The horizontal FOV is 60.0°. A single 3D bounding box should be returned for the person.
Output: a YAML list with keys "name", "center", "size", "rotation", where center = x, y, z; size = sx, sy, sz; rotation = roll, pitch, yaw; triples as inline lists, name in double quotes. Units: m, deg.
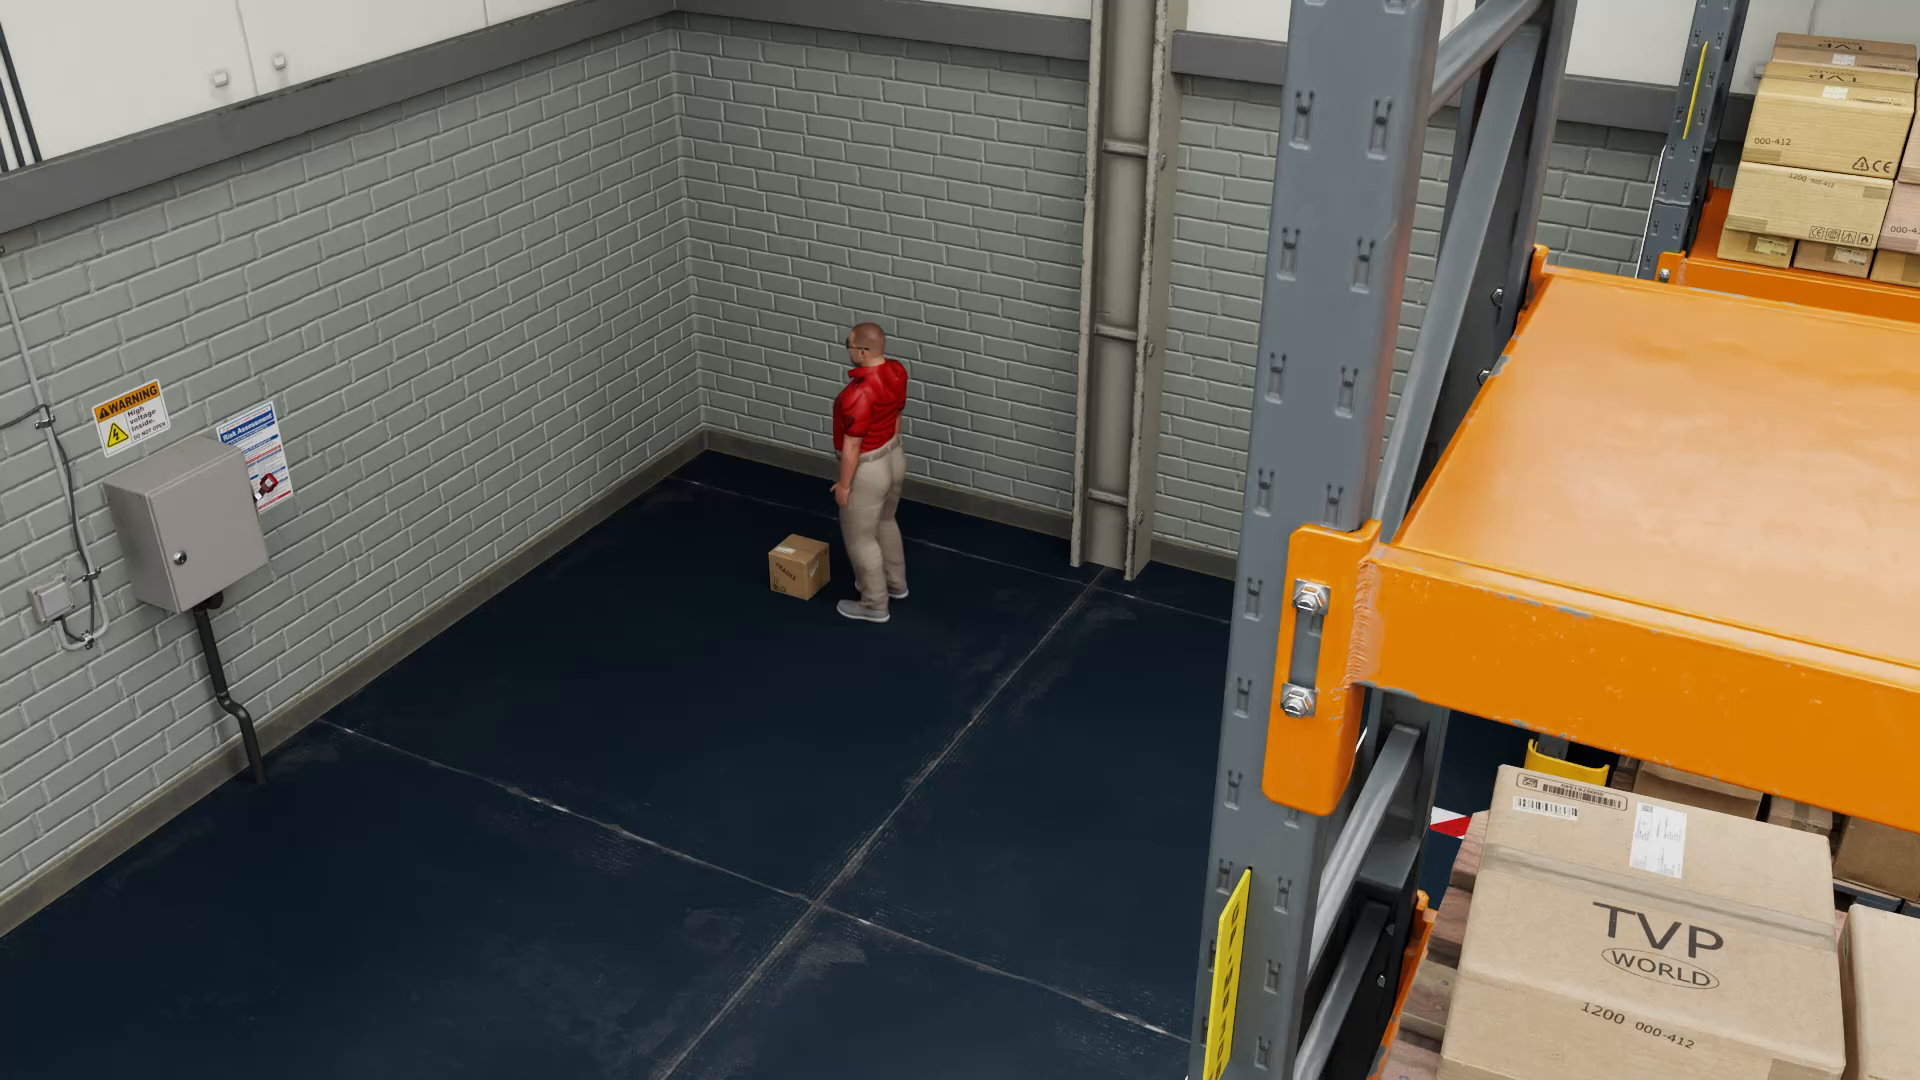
- name: "person"
  center: [-0.506, -0.373, 8.966]
  size: [0.366, 1.725, 0.527]
  rotation: [15, 33, 24]
